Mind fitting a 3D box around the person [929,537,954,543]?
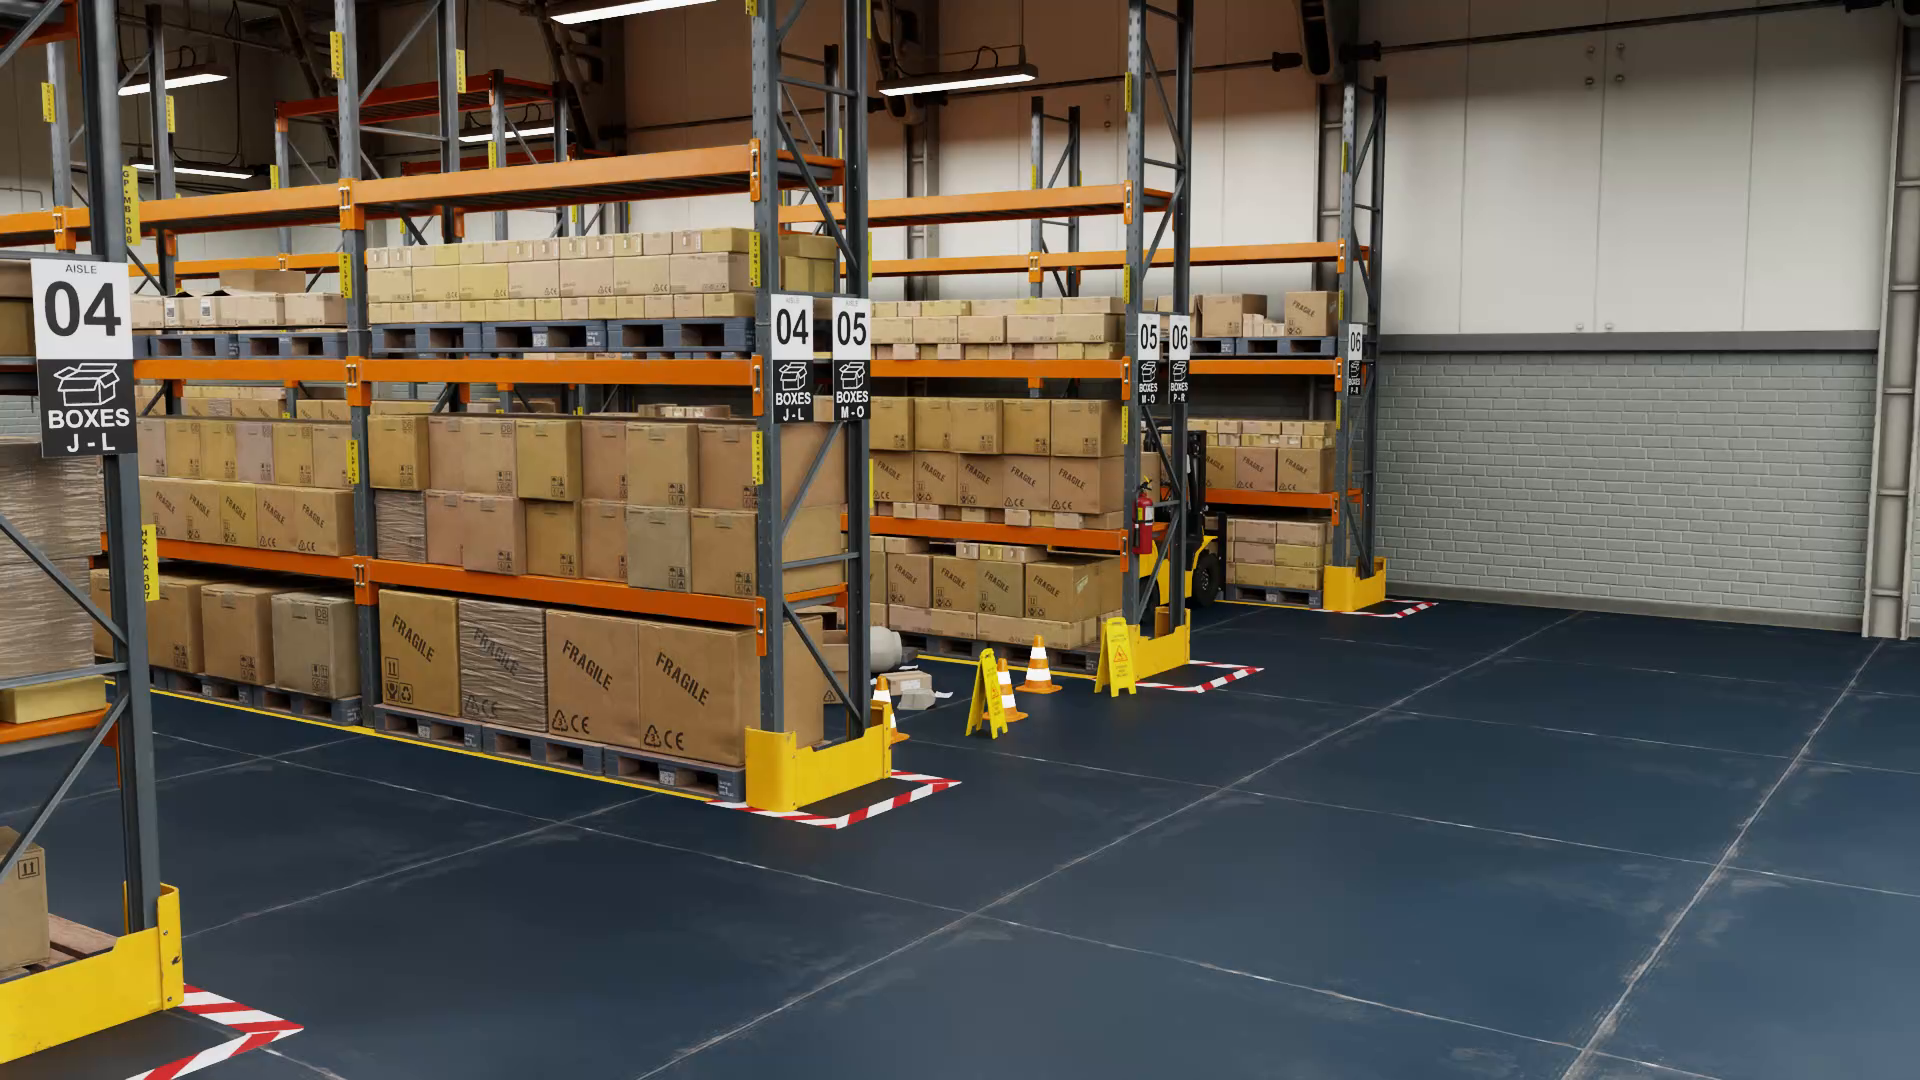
[{"bbox_3d":[-0.309,-0.138,18.957,0.632,1.780,0.639,3,7,22],"label":"person"}]
